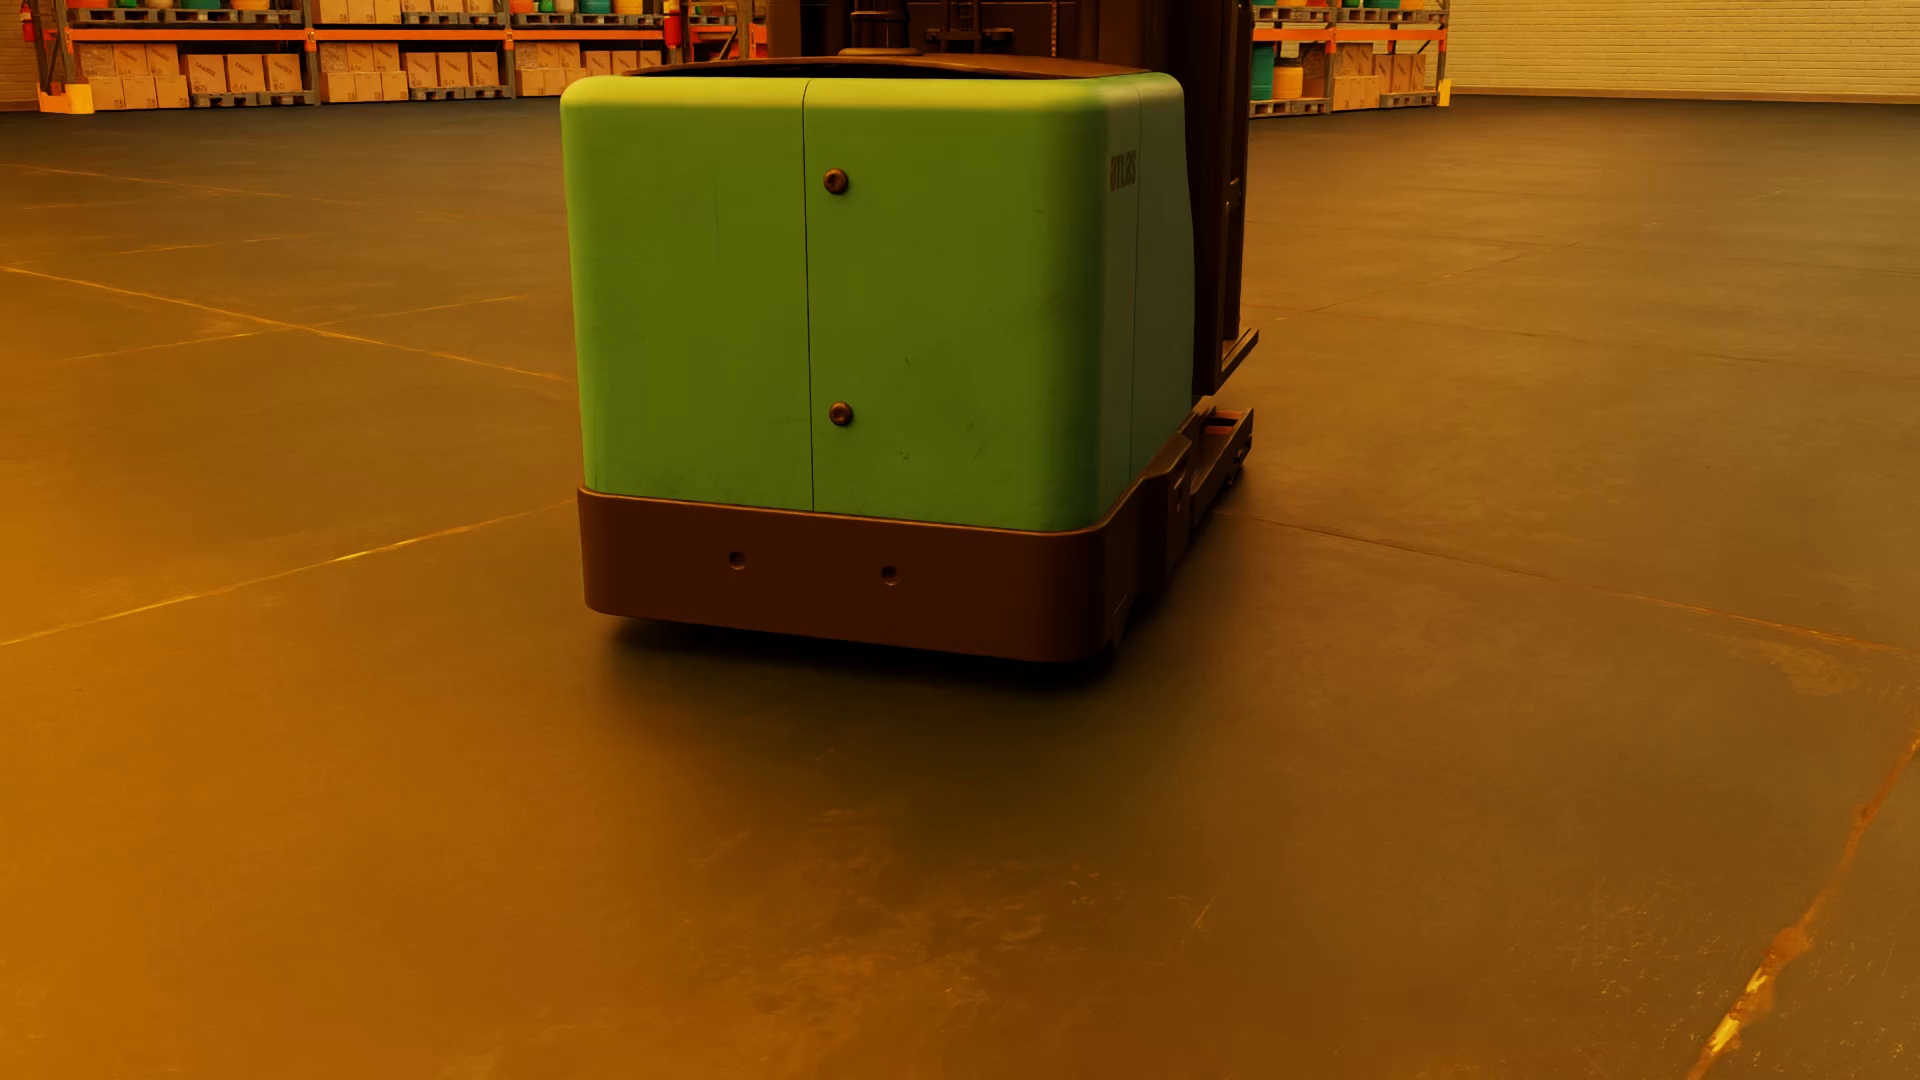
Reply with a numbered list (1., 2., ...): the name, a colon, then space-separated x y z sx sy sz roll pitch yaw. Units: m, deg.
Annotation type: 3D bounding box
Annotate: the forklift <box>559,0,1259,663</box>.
1. forklift: 0.182 -1.571 4.072 1.130 2.935 3.031 5 18 17
